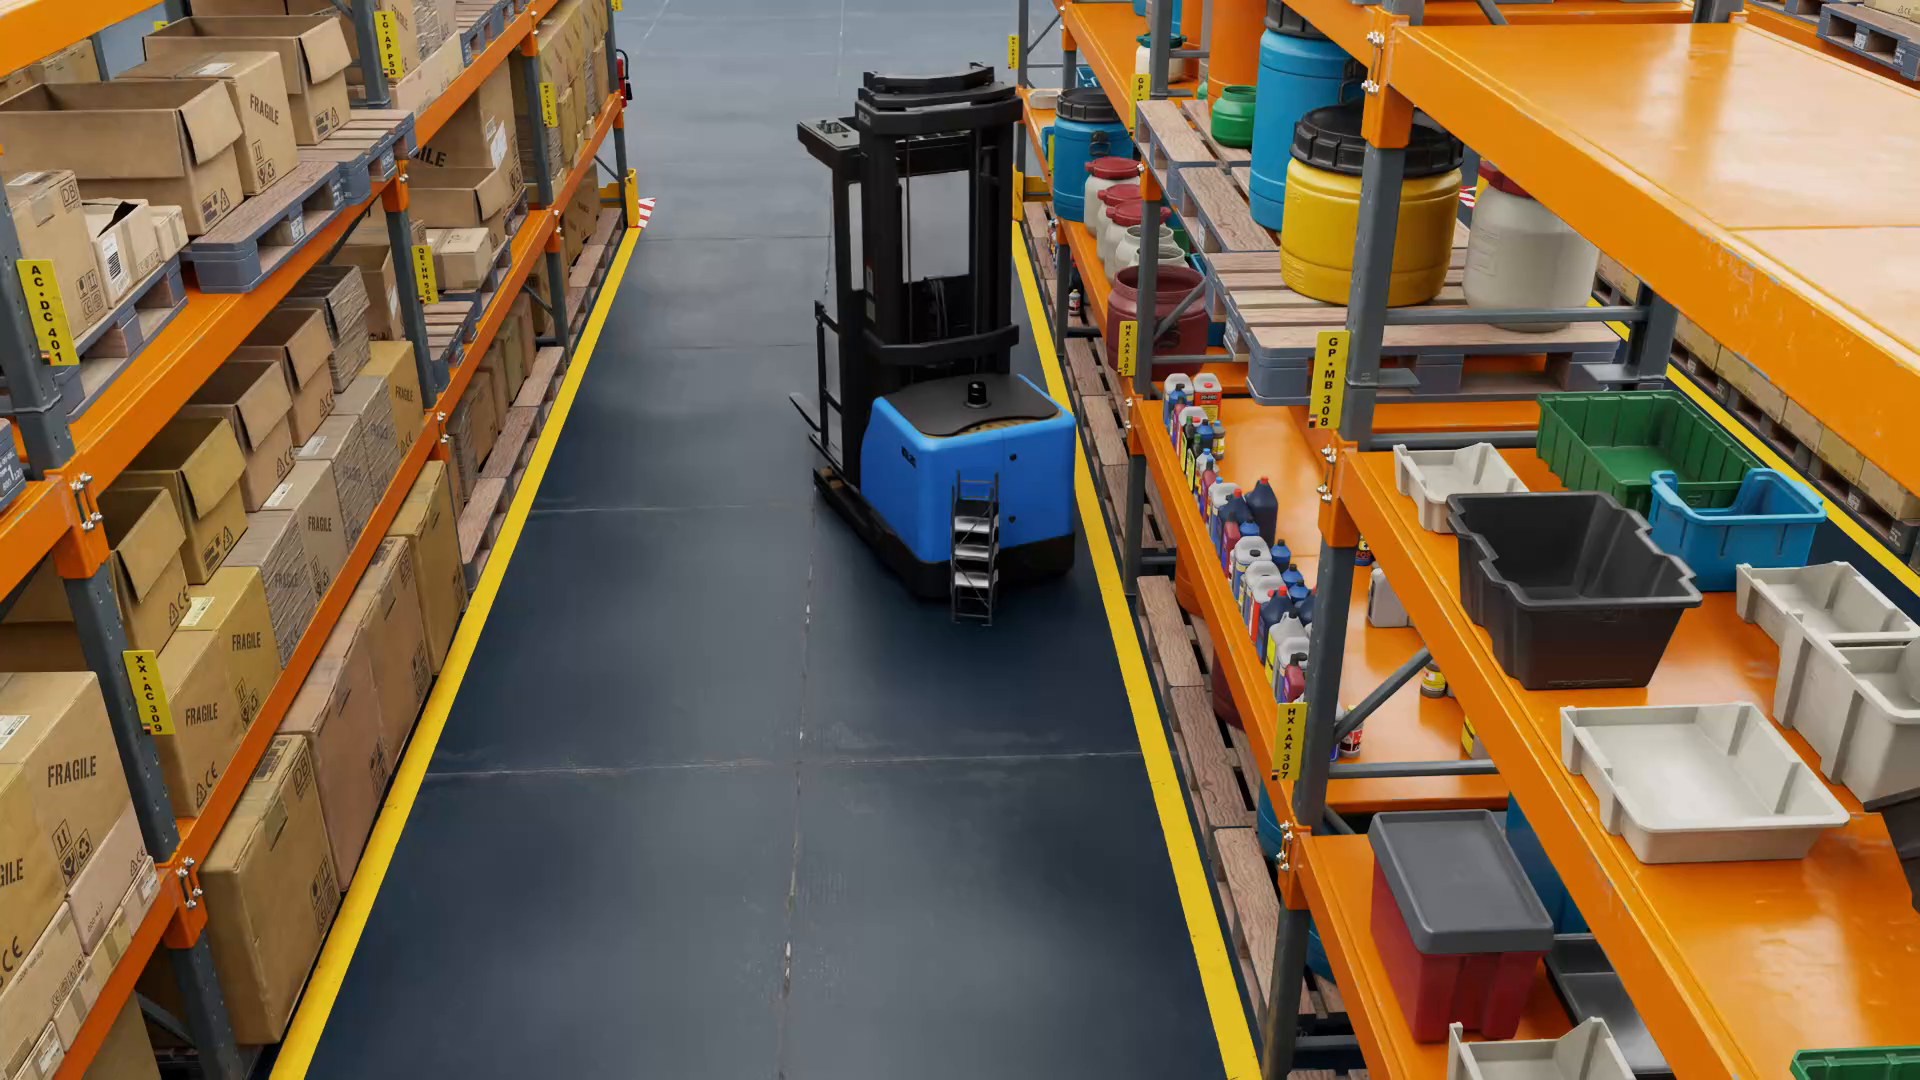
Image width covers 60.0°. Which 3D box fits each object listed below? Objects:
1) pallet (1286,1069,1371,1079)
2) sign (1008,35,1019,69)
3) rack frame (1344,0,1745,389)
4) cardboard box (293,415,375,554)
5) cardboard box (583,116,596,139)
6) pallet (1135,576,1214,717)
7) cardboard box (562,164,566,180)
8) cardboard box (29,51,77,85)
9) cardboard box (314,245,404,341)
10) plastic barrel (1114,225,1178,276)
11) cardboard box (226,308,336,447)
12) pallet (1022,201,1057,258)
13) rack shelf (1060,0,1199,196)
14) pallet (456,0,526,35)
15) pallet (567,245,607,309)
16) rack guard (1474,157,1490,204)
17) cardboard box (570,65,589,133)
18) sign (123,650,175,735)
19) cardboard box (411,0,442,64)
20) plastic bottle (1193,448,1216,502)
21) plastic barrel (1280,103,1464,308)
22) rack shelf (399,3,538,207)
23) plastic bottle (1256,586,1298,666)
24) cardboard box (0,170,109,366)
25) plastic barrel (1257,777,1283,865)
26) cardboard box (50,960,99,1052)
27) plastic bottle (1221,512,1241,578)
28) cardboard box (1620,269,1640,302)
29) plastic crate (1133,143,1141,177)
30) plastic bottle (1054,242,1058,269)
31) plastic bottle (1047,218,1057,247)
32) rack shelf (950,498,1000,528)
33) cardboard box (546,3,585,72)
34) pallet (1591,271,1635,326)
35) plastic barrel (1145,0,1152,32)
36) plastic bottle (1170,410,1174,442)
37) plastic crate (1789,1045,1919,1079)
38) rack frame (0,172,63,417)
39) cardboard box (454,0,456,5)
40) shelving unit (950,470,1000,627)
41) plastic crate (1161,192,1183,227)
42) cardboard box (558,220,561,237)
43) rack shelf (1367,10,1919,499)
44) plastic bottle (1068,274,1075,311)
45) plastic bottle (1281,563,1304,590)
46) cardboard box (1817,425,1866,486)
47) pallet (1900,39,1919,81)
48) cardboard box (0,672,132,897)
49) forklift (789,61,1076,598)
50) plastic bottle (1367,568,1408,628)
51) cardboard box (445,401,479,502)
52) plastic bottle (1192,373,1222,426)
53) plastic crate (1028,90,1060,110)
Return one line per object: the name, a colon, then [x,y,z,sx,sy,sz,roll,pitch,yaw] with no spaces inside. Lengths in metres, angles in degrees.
pallet: [1.782,2.396,5.928,1.003,0.211,1.213,-1,28,-3]
sign: [0.529,-4.832,16.472,0.100,0.325,0.005,-1,28,-3]
rack frame: [1.705,-1.839,4.545,1.000,3.000,0.127,-1,28,-3]
cardboard box: [-3.126,-0.259,7.895,0.500,0.500,0.500,-2,28,-4]
cardboard box: [-3.464,-3.673,14.820,0.380,0.149,0.250,-1,28,-3]
pallet: [1.579,0.573,9.423,1.003,0.211,1.213,-1,28,-3]
cardboard box: [-3.411,-2.980,13.491,0.380,0.149,0.250,-1,28,-3]
cardboard box: [-8.711,-4.171,15.341,0.875,0.550,0.550,-1,28,-3]
cardboard box: [-3.518,-1.386,9.601,0.500,0.500,0.500,-5,28,-9]
plastic barrel: [1.207,-1.740,10.722,0.421,0.512,0.421,0,28,0]
cardboard box: [-3.397,-0.757,7.764,0.797,0.503,0.637,-1,28,-1]
pallet: [1.166,-3.075,16.418,1.003,0.211,1.213,-1,28,-3]
rack shelf: [1.392,-2.961,10.718,1.077,0.370,4.000,-1,28,-3]
pallet: [-3.733,-3.713,11.585,1.213,0.211,1.003,-1,28,-3]
pallet: [-3.796,-2.392,15.107,1.003,0.211,1.213,-1,28,-3]
rack guard: [6.024,-3.741,17.383,1.175,0.500,0.348,-1,28,-3]
cardboard box: [-3.723,-3.832,14.423,0.875,0.500,0.500,-1,28,-3]
sign: [-2.687,0.508,5.511,0.100,0.325,0.005,-1,28,-3]
cardboard box: [-3.241,-2.960,9.290,0.500,0.500,0.500,-1,28,-2]
plastic bottle: [1.218,-0.325,8.270,0.097,0.271,0.097,0,28,0]
plastic barrel: [1.455,-1.195,5.897,0.600,0.588,0.600,0,28,0]
rack shelf: [-3.555,-2.841,10.488,1.077,0.370,4.000,-1,28,-3]
plastic bottle: [1.321,0.341,6.906,0.144,0.351,0.185,-1,28,-3]
cardboard box: [-3.282,-0.887,5.402,0.700,0.500,0.500,-1,28,-1]
plastic barrel: [1.657,0.987,7.430,0.600,0.901,0.708,-1,28,-3]
cardboard box: [-2.871,1.422,5.051,0.380,0.149,0.250,-2,28,-4]
plastic bottle: [1.239,0.022,7.590,0.061,0.283,0.133,-1,28,-3]
cardboard box: [5.992,-2.167,14.181,0.500,0.250,0.500,-1,28,-3]
plastic crate: [1.387,-3.091,13.499,0.767,0.338,0.504,-1,28,-3]
plastic bottle: [0.896,-2.563,14.895,0.097,0.271,0.097,0,28,0]
plastic bottle: [0.862,-2.861,15.467,0.097,0.271,0.097,0,28,0]
rack shelf: [0.086,-0.157,9.565,0.258,0.077,0.200,5,28,9]
cardboard box: [-3.519,-4.280,14.201,0.500,0.500,0.500,-1,28,-3]
pallet: [6.234,-2.123,14.593,1.003,0.211,1.213,-1,28,-3]
plastic barrel: [1.565,-3.894,11.187,0.600,0.901,0.600,0,28,0]
plastic bottle: [1.180,-0.631,8.932,0.097,0.201,0.097,0,28,0]
plastic crate: [1.577,0.984,2.606,0.450,0.188,0.336,-1,28,-3]
rack frame: [-3.241,-1.719,4.316,1.000,3.000,0.127,-1,28,-3]
cardboard box: [-3.683,-3.661,10.717,0.797,0.503,0.637,0,28,-1]
shelving unit: [0.086,0.053,9.675,0.258,0.900,0.210,5,28,9]
plastic crate: [1.655,-2.364,12.057,0.392,0.384,0.575,-1,28,-3]
cardboard box: [-3.788,-2.567,14.676,0.500,0.500,0.500,-4,28,-7]
rack shelf: [1.809,-0.419,3.033,1.077,0.370,4.000,-1,28,-3]
plastic bottle: [0.933,-2.078,13.953,0.061,0.283,0.133,0,28,0]
plastic bottle: [1.433,0.229,7.207,0.097,0.271,0.097,0,28,0]
cardboard box: [6.141,-0.586,11.149,0.500,0.250,0.500,-2,28,-3]
pallet: [6.318,-2.702,9.647,1.213,0.211,1.003,0,28,0]
cardboard box: [-2.950,0.749,5.101,0.500,0.500,0.500,-1,28,-1]
forklift: [-0.350,-1.609,10.665,1.130,2.935,3.031,-12,30,-21]
plastic bottle: [1.861,0.229,7.201,0.152,0.276,0.135,-1,28,-3]
cardboard box: [-3.547,-0.558,10.804,0.700,0.500,0.500,-4,28,-7]
plastic bottle: [1.348,-0.767,9.112,0.152,0.276,0.135,-1,28,-3]
plastic crate: [0.804,-4.183,15.811,0.298,0.136,0.250,-1,28,-3]
